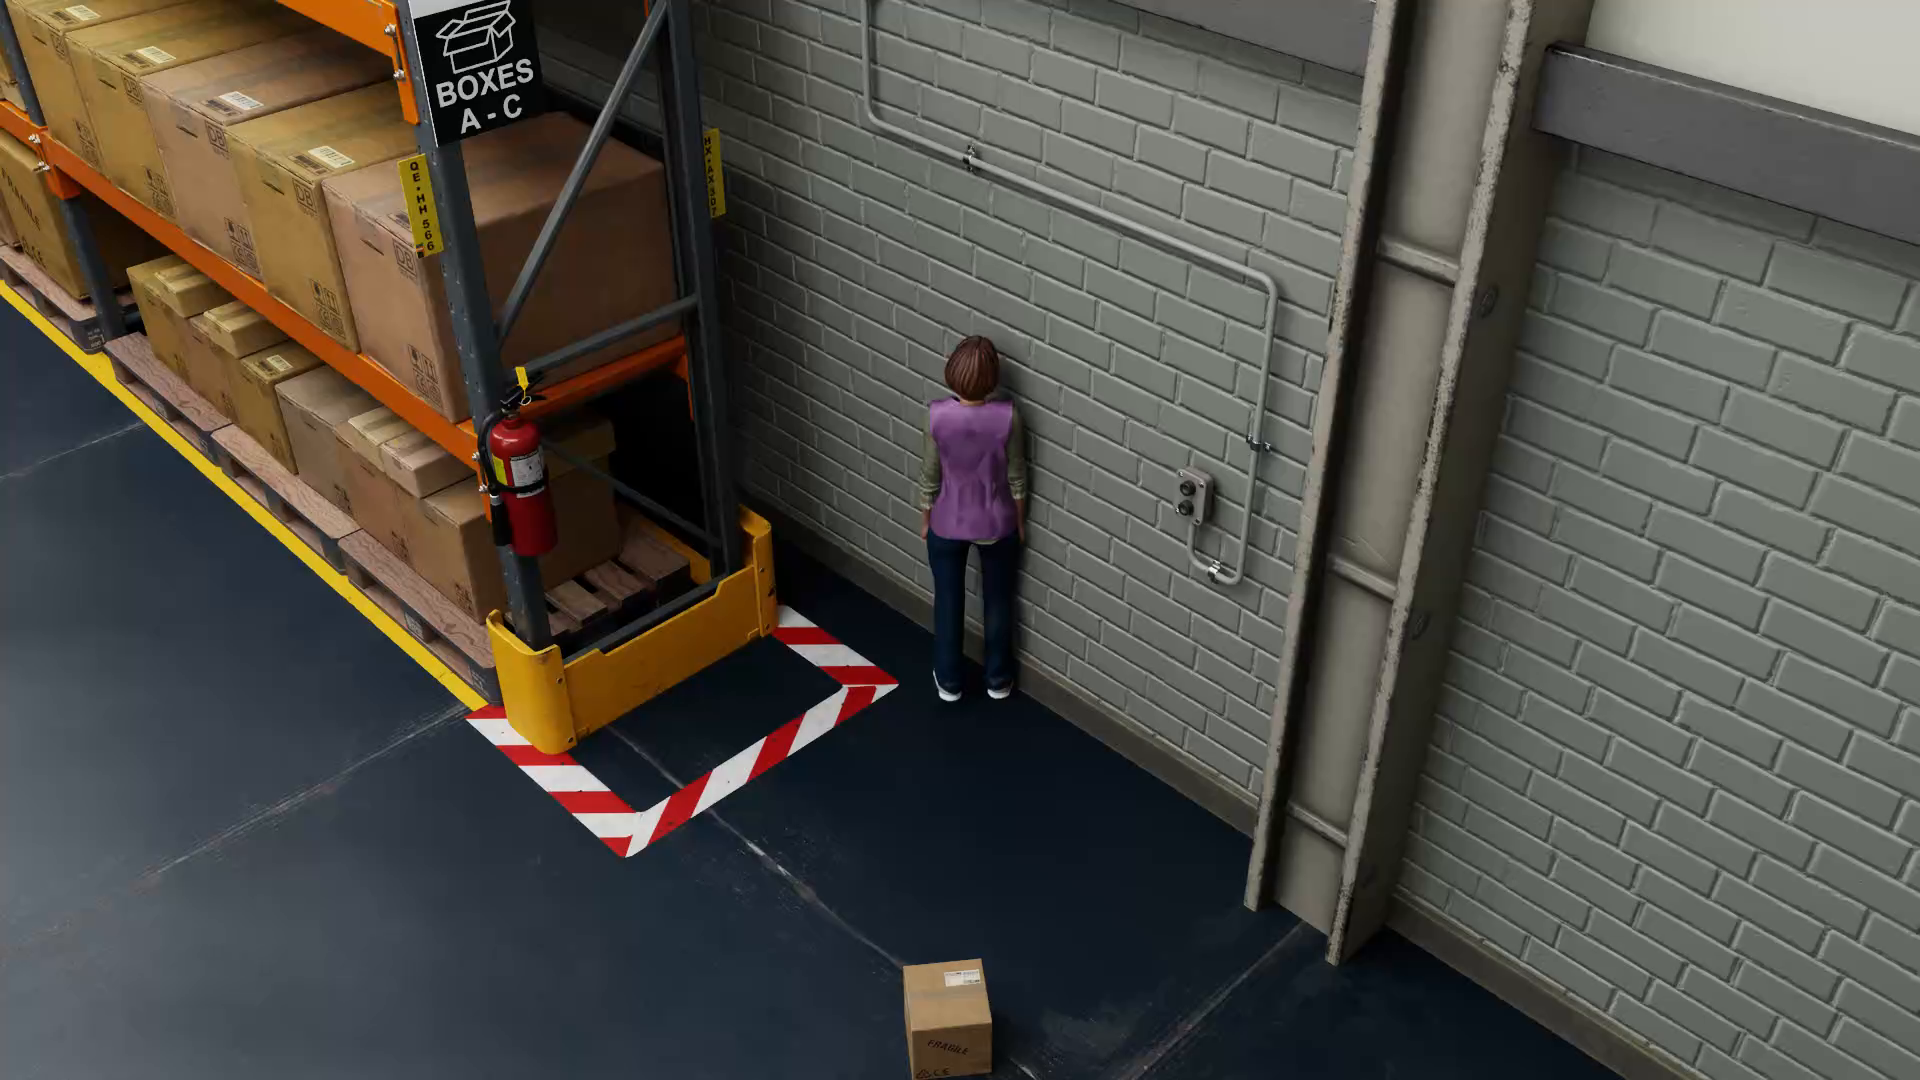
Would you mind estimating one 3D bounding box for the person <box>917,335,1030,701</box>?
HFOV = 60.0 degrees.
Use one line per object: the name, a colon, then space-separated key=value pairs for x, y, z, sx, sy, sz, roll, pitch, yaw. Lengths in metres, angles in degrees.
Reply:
person: x=0.051 y=-0.064 z=6.238 sx=0.410 sy=1.604 sz=0.319 roll=1 pitch=36 yaw=2
